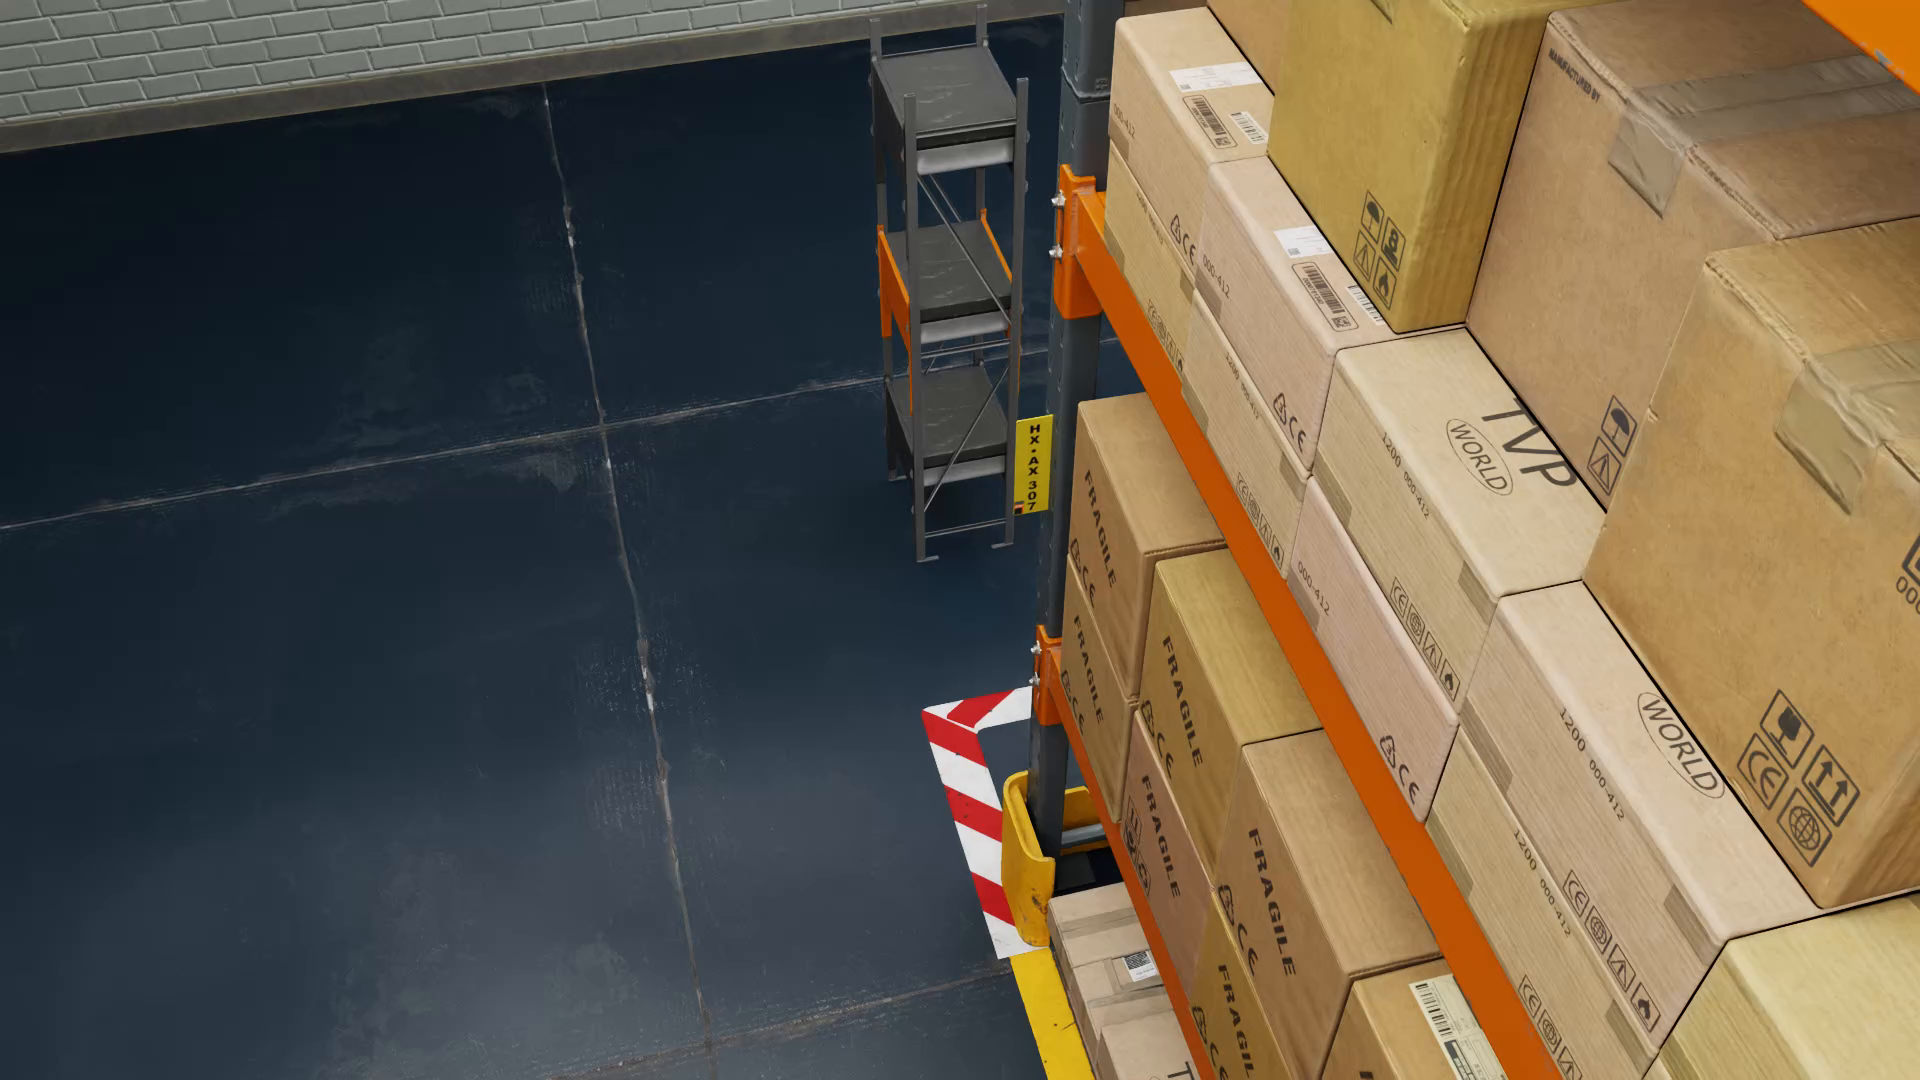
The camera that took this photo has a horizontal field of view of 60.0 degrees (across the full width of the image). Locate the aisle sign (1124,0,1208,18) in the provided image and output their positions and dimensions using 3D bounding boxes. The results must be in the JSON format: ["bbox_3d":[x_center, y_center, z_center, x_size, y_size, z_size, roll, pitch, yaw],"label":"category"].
[{"bbox_3d":[0.411,-0.888,3.699,0.394,0.787,0.004,-11,47,-10],"label":"aisle sign"}]

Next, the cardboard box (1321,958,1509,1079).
[{"bbox_3d":[0.967,1.042,2.859,0.500,0.500,0.500,-11,47,-11],"label":"cardboard box"}]

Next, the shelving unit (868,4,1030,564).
[{"bbox_3d":[-0.042,-0.849,6.112,0.431,2.100,0.503,-11,47,-10],"label":"shelving unit"}]

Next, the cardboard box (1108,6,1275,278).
[{"bbox_3d":[0.593,-0.754,3.044,0.500,0.250,0.500,-11,47,-10],"label":"cardboard box"}]

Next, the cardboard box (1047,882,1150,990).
[{"bbox_3d":[0.488,1.212,5.150,0.380,0.149,0.250,-11,47,-10],"label":"cardboard box"}]

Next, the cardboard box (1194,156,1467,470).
[{"bbox_3d":[0.714,-0.408,2.704,0.500,0.250,0.500,-11,47,-10],"label":"cardboard box"}]

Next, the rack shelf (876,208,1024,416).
[{"bbox_3d":[-0.042,-0.840,6.122,0.431,0.518,0.480,-11,47,-10],"label":"rack shelf"}]

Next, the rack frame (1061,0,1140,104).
[{"bbox_3d":[0.713,-2.084,2.492,1.000,3.000,0.127,-11,47,-10],"label":"rack frame"}]

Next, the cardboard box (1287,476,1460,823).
[{"bbox_3d":[0.844,0.112,2.545,0.500,0.250,0.500,-11,47,-10],"label":"cardboard box"}]

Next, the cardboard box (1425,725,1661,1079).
[{"bbox_3d":[0.978,0.456,2.208,0.500,0.250,0.500,-11,47,-10],"label":"cardboard box"}]

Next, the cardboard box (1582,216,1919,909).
[{"bbox_3d":[1.175,-0.019,1.798,0.700,0.500,0.500,-11,47,-10],"label":"cardboard box"}]

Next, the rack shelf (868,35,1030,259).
[{"bbox_3d":[-0.042,-1.330,5.622,0.431,0.518,0.480,-11,47,-10],"label":"rack shelf"}]

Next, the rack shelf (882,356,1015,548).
[{"bbox_3d":[-0.042,-0.350,6.622,0.431,0.518,0.480,-11,47,-10],"label":"rack shelf"}]

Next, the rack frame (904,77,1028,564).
[{"bbox_3d":[0.020,-0.681,5.947,0.400,2.100,0.015,-11,47,-10],"label":"rack frame"}]

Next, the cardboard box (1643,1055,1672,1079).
[{"bbox_3d":[1.101,0.802,1.868,0.500,0.250,0.500,-11,47,-10],"label":"cardboard box"}]

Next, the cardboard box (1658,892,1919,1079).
[{"bbox_3d":[1.099,0.628,1.690,0.500,0.250,0.500,-11,47,-10],"label":"cardboard box"}]

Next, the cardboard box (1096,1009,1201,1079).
[{"bbox_3d":[0.706,1.597,4.702,0.500,0.250,0.500,-11,47,-10],"label":"cardboard box"}]

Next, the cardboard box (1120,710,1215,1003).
[{"bbox_3d":[0.709,0.691,3.903,0.500,0.500,0.500,-11,47,-11],"label":"cardboard box"}]

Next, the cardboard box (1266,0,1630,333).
[{"bbox_3d":[0.906,-0.707,2.472,0.700,0.500,0.500,-11,47,-10],"label":"cardboard box"}]

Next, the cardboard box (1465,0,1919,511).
[{"bbox_3d":[1.138,-0.381,2.153,0.700,0.500,0.500,-11,47,-10],"label":"cardboard box"}]

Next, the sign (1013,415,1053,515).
[{"bbox_3d":[0.188,-0.188,4.228,0.100,0.325,0.005,-11,47,-10],"label":"sign"}]

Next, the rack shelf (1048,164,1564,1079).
[{"bbox_3d":[1.225,0.599,2.467,1.077,0.370,4.000,-11,47,-10],"label":"rack shelf"}]

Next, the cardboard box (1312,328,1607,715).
[{"bbox_3d":[0.848,-0.064,2.367,0.500,0.250,0.500,-11,47,-10],"label":"cardboard box"}]

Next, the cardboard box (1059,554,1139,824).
[{"bbox_3d":[0.571,0.335,4.251,0.500,0.500,0.500,-10,46,-9],"label":"cardboard box"}]

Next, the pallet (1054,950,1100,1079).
[{"bbox_3d":[0.937,1.595,5.040,1.003,0.211,1.213,-11,47,-10],"label":"pallet"}]

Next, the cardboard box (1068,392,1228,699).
[{"bbox_3d":[0.571,-0.015,3.894,0.500,0.500,0.500,-9,46,-9],"label":"cardboard box"}]

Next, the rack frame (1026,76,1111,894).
[{"bbox_3d":[0.713,0.016,4.634,1.000,3.000,0.127,-11,47,-10],"label":"rack frame"}]

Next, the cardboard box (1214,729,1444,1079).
[{"bbox_3d":[0.836,0.691,3.202,0.500,0.500,0.500,-10,46,-10],"label":"cardboard box"}]

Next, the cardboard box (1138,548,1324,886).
[{"bbox_3d":[0.713,0.345,3.542,0.500,0.500,0.500,-10,46,-10],"label":"cardboard box"}]

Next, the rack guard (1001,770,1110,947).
[{"bbox_3d":[0.732,0.943,5.476,1.175,0.500,0.348,-11,47,-10],"label":"rack guard"}]

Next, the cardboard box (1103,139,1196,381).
[{"bbox_3d":[0.598,-0.580,3.223,0.500,0.250,0.500,-11,47,-10],"label":"cardboard box"}]

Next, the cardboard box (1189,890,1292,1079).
[{"bbox_3d":[0.834,1.038,3.563,0.500,0.500,0.500,-11,47,-10],"label":"cardboard box"}]

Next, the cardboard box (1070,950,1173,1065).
[{"bbox_3d":[0.552,1.378,4.975,0.380,0.166,0.250,-11,47,-10],"label":"cardboard box"}]

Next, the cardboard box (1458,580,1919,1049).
[{"bbox_3d":[0.972,0.282,2.028,0.500,0.250,0.500,-11,47,-10],"label":"cardboard box"}]

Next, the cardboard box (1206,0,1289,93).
[{"bbox_3d":[0.860,-1.067,2.825,0.700,0.500,0.500,-11,47,-10],"label":"cardboard box"}]

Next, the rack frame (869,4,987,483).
[{"bbox_3d":[-0.105,-1.018,6.277,0.400,2.100,0.015,-11,47,-10],"label":"rack frame"}]

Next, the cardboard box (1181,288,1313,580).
[{"bbox_3d":[0.714,-0.233,2.883,0.500,0.250,0.500,-11,47,-10],"label":"cardboard box"}]

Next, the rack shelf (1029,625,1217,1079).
[{"bbox_3d":[1.225,1.648,3.538,1.077,0.370,4.000,-11,47,-10],"label":"rack shelf"}]
